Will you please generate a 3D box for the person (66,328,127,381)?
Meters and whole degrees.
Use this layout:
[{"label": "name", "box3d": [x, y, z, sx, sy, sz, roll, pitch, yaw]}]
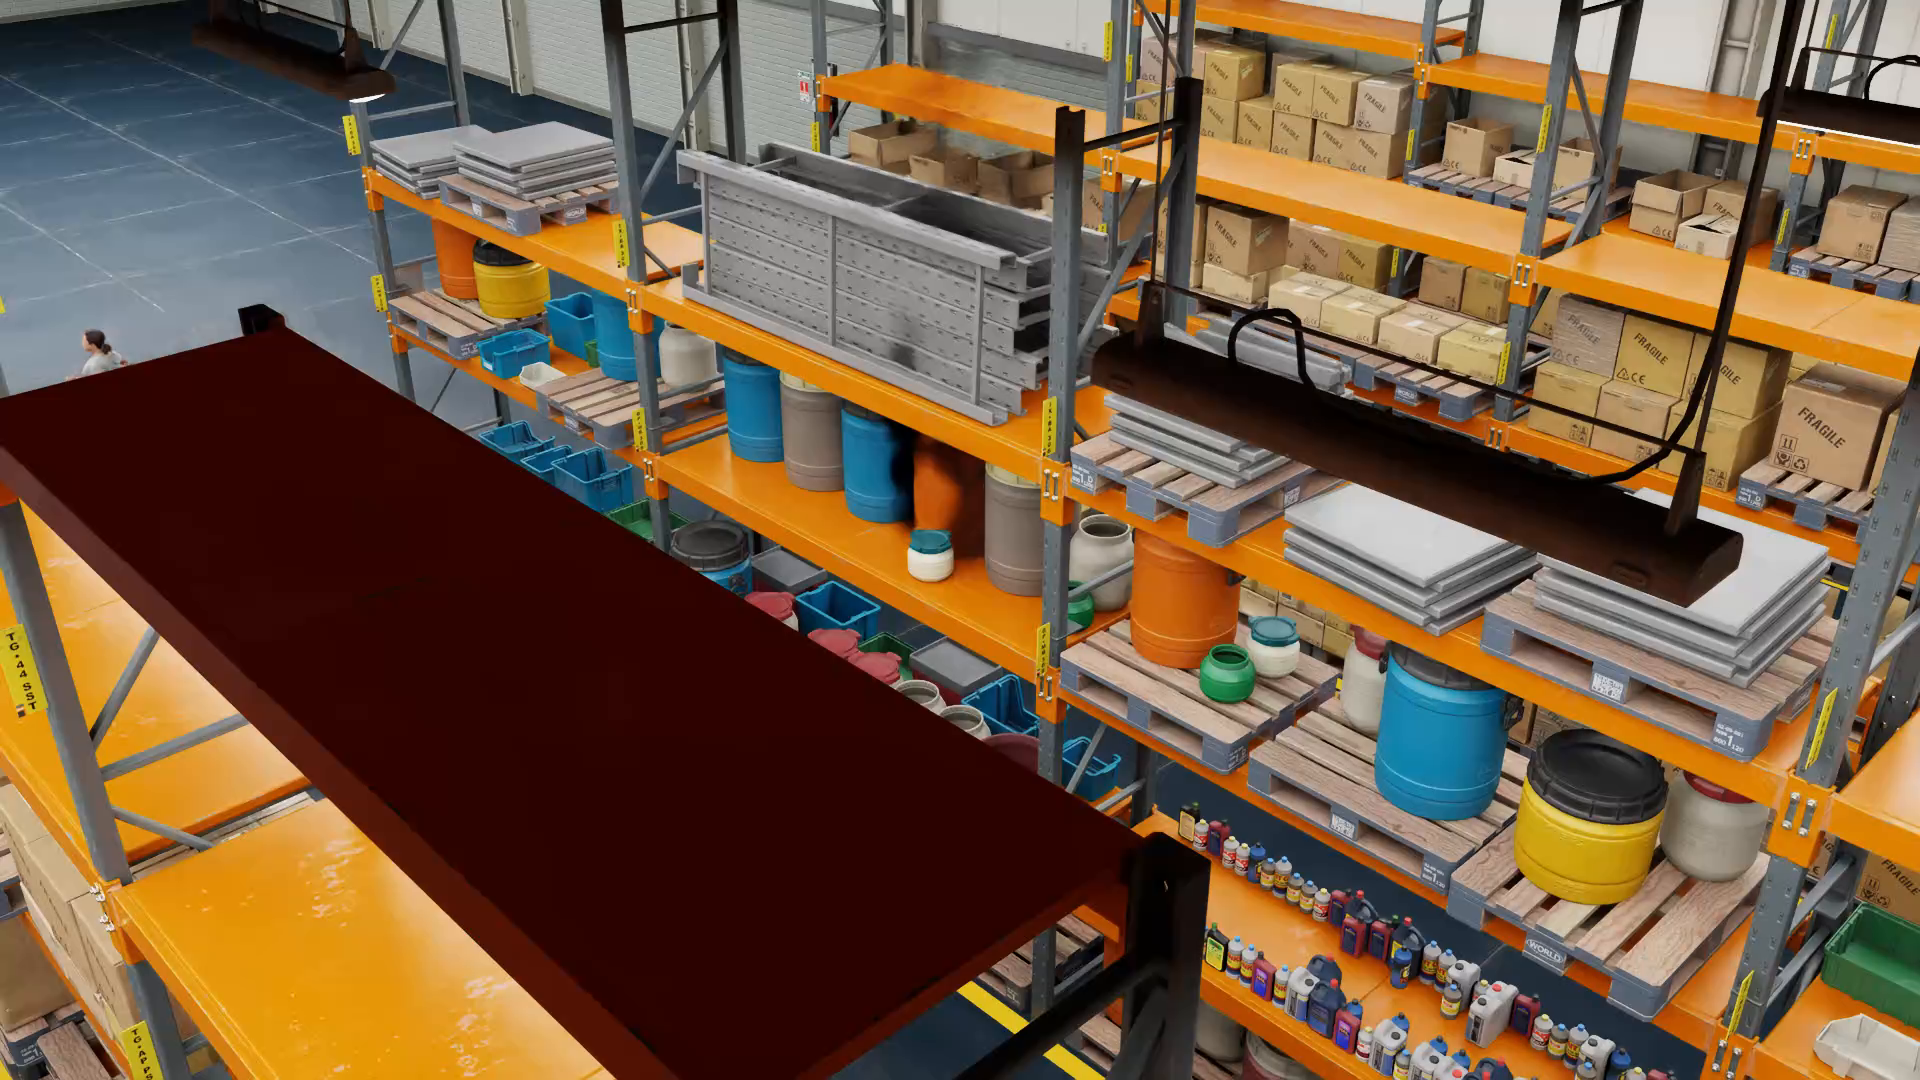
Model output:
[{"label": "person", "box3d": [-9.120, -1.483, 17.809, 0.970, 1.651, 0.565, -8, 29, -14]}]
